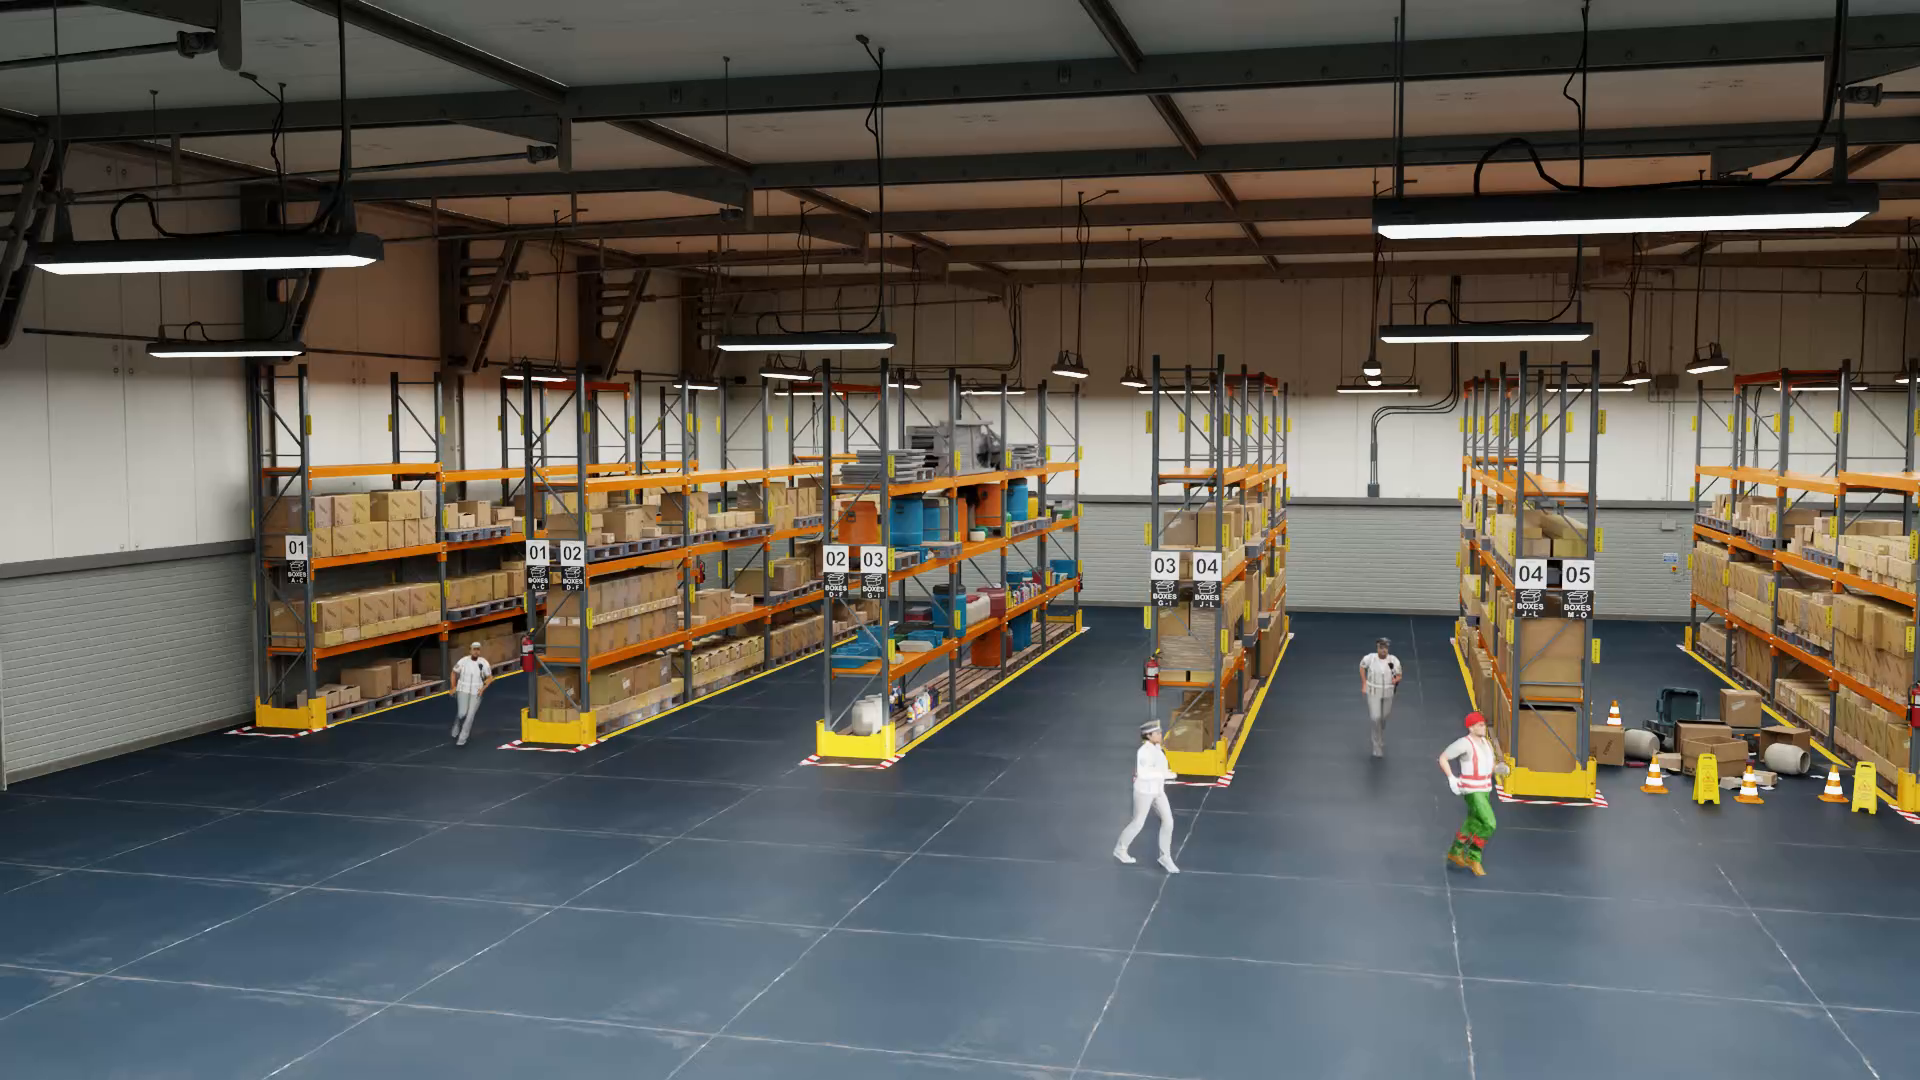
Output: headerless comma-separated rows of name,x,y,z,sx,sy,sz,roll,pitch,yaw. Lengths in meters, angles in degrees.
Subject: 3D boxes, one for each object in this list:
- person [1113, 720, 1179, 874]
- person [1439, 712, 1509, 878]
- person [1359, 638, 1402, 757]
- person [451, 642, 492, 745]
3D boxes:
person,2.114,2.870,18.686,0.816,1.737,0.557,3,5,38
person,5.757,2.832,18.550,0.649,1.818,0.746,-4,5,-43
person,6.444,2.384,25.454,0.585,1.830,0.925,0,4,-1
person,-7.667,2.408,26.112,0.643,1.594,0.512,-1,4,-18
